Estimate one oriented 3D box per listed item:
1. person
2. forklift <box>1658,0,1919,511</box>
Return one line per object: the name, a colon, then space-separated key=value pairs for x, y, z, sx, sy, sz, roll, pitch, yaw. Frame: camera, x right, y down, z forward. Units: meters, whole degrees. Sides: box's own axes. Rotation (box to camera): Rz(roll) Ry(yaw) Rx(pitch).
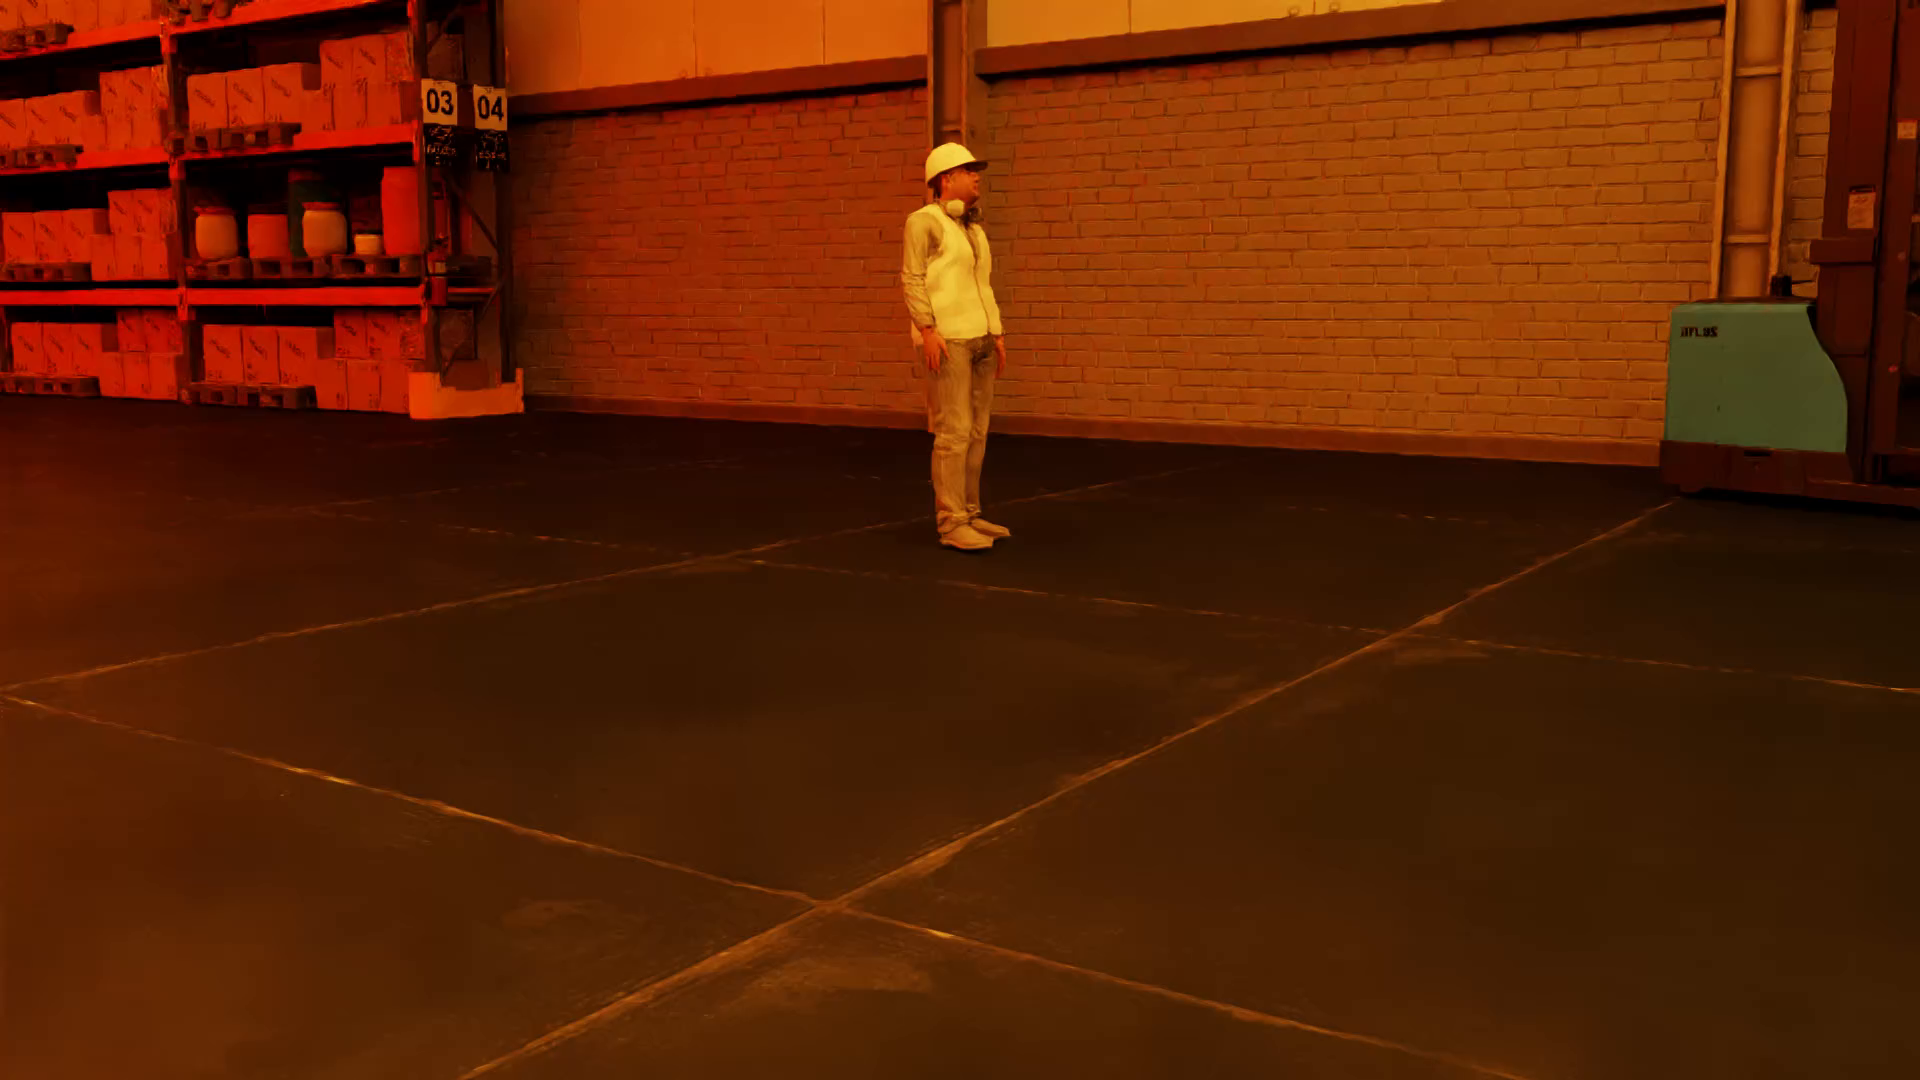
person: x=0.047 y=-0.879 z=7.436 sx=0.567 sy=1.773 sz=0.632 roll=5 pitch=10 yaw=34
forklift: x=5.218 y=-1.580 z=8.302 sx=1.130 sy=2.935 sz=3.031 roll=-6 pitch=10 yaw=-36
